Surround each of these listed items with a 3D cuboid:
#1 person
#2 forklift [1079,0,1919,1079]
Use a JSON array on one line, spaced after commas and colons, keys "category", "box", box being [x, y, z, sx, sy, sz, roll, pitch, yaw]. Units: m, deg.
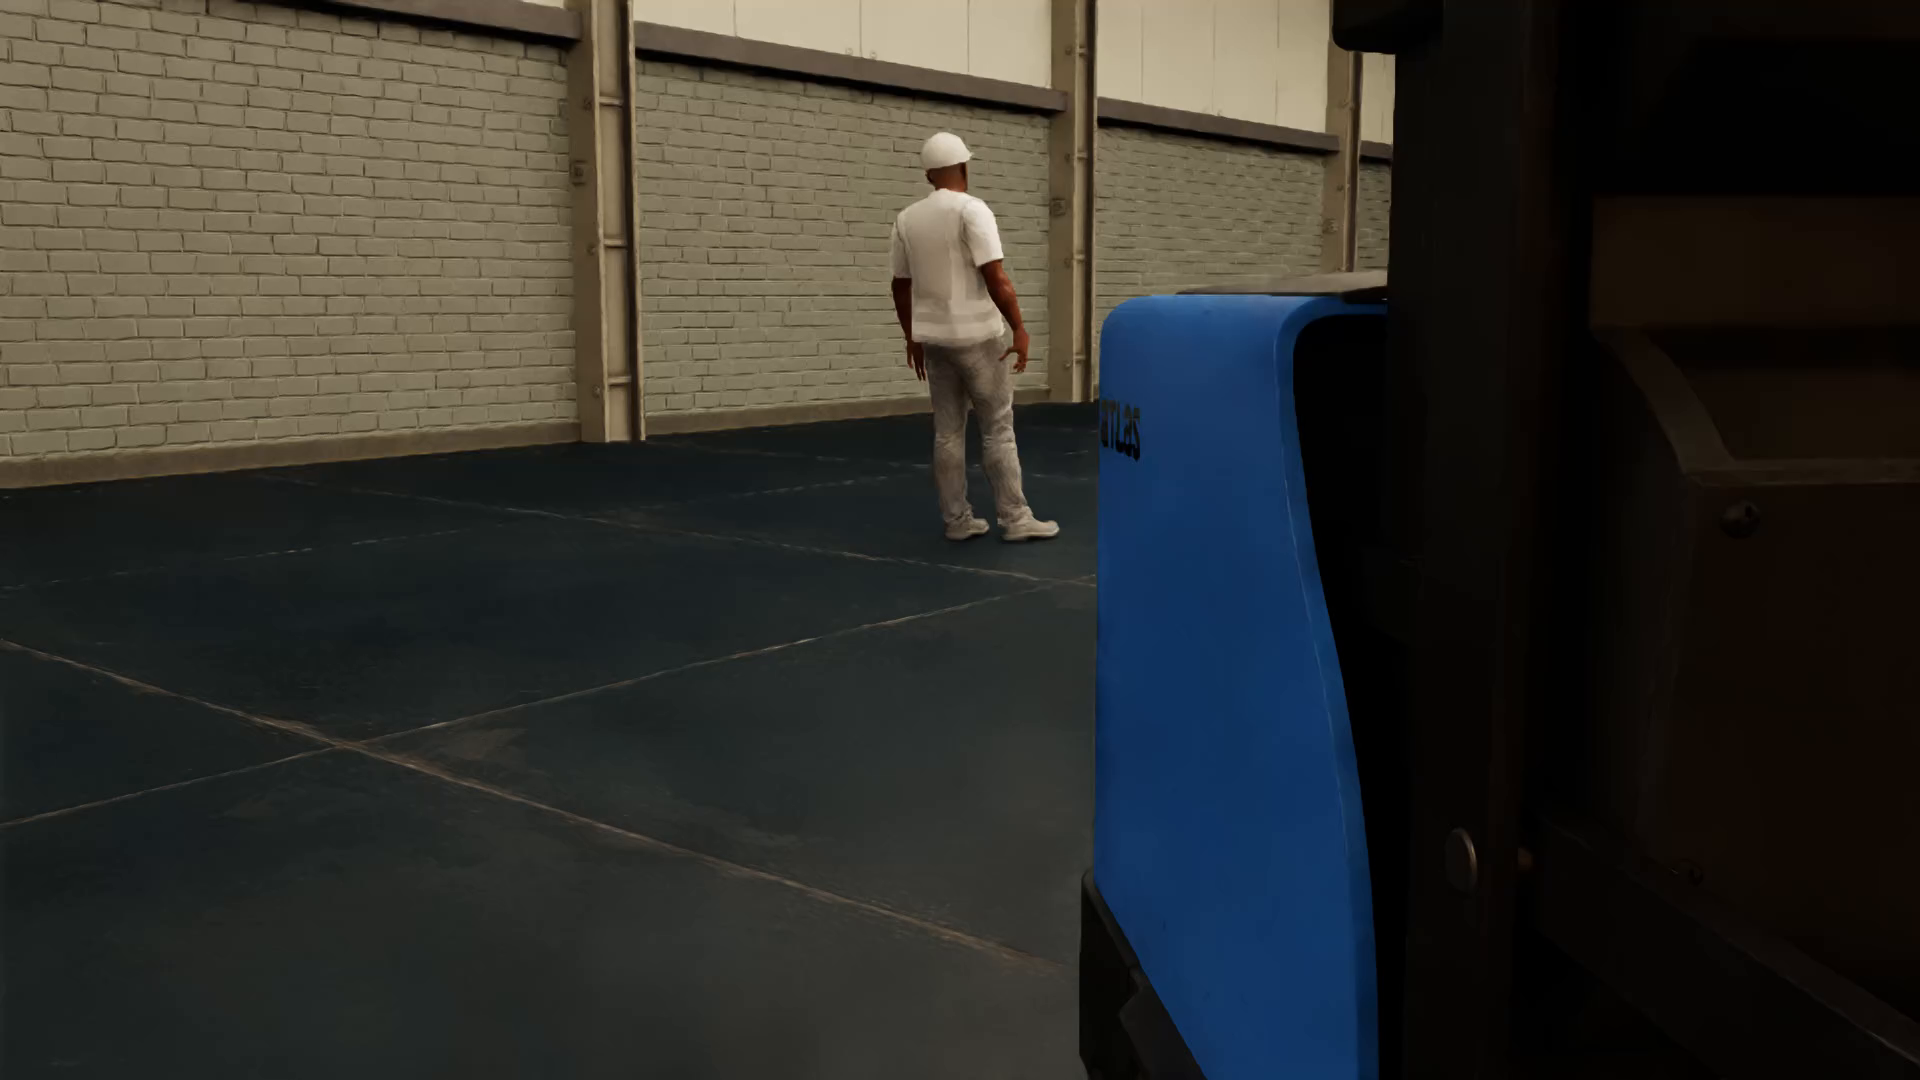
[{"category": "person", "box": [0.048, -0.888, 7.326, 0.665, 1.766, 0.576, 7, 11, 38]}, {"category": "forklift", "box": [0.853, -0.498, 0.688, 1.130, 2.935, 3.031, -1, 8, -7]}]
